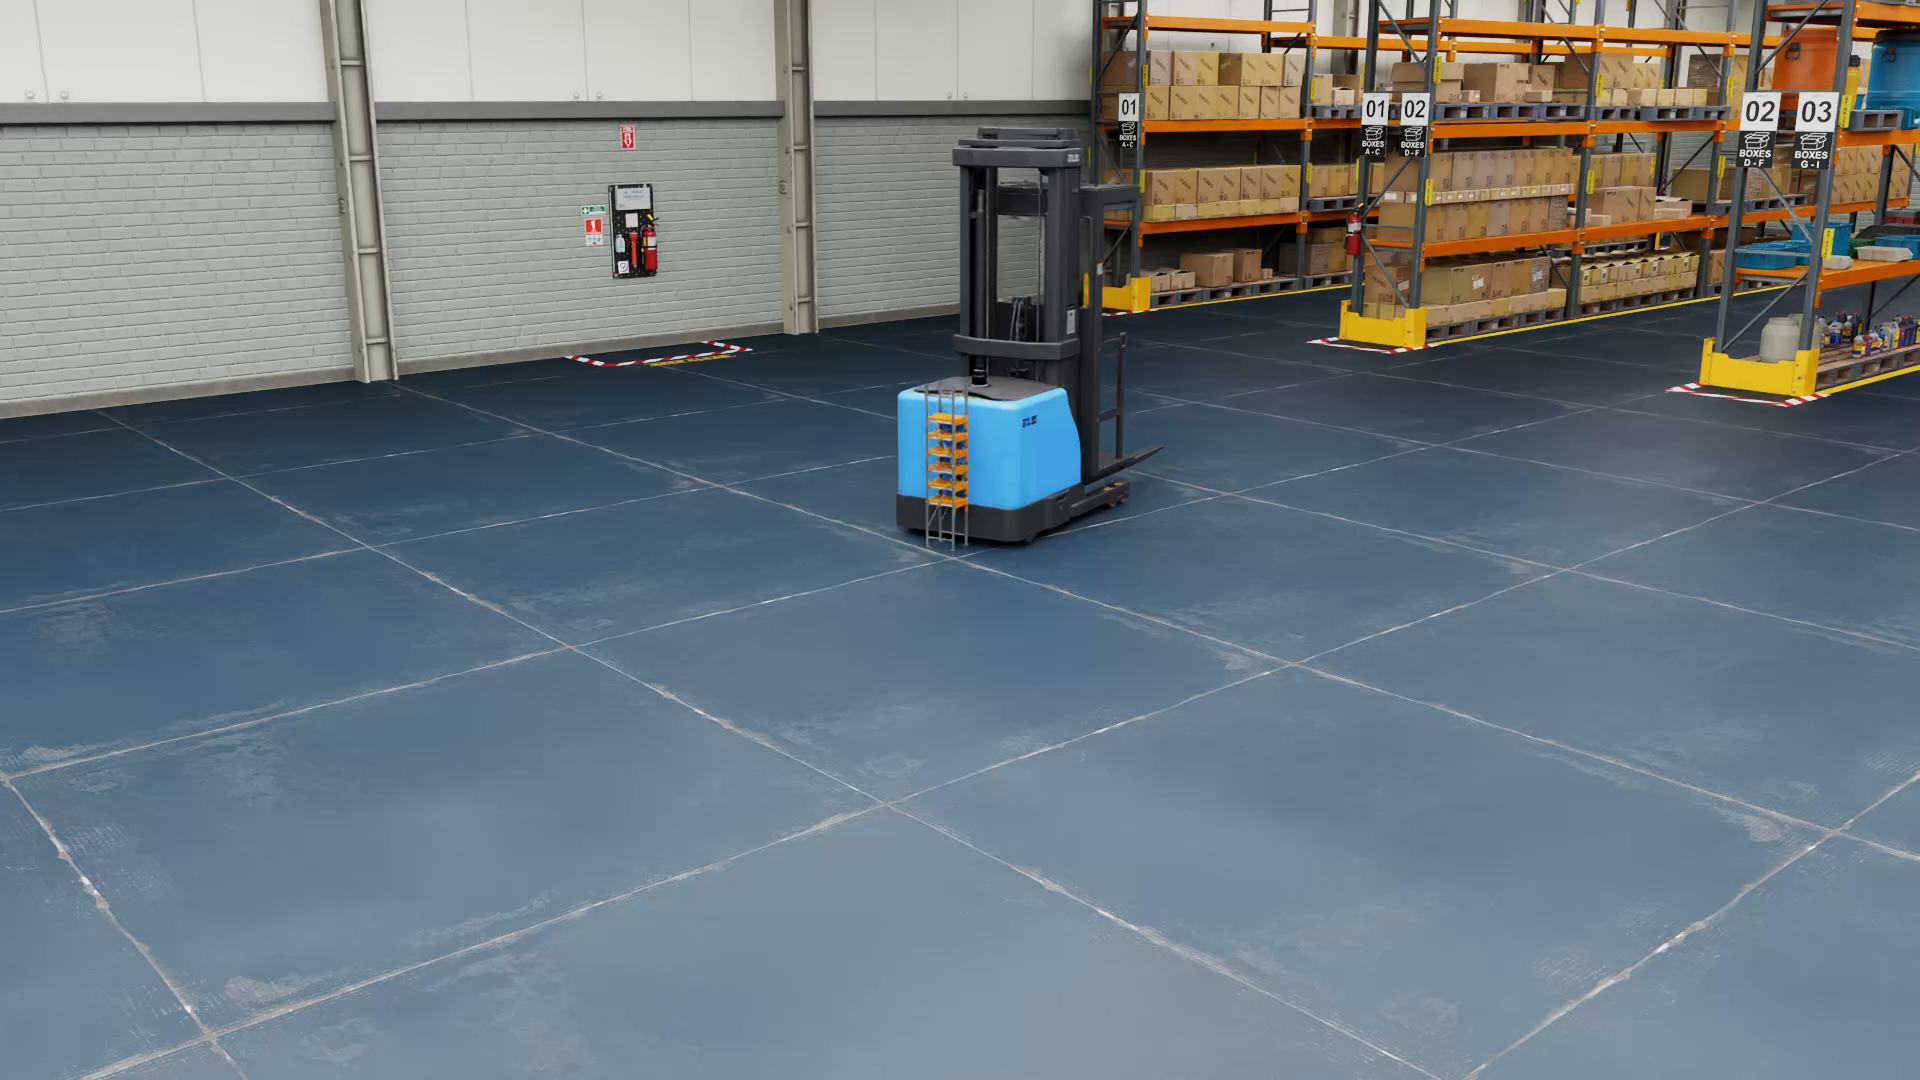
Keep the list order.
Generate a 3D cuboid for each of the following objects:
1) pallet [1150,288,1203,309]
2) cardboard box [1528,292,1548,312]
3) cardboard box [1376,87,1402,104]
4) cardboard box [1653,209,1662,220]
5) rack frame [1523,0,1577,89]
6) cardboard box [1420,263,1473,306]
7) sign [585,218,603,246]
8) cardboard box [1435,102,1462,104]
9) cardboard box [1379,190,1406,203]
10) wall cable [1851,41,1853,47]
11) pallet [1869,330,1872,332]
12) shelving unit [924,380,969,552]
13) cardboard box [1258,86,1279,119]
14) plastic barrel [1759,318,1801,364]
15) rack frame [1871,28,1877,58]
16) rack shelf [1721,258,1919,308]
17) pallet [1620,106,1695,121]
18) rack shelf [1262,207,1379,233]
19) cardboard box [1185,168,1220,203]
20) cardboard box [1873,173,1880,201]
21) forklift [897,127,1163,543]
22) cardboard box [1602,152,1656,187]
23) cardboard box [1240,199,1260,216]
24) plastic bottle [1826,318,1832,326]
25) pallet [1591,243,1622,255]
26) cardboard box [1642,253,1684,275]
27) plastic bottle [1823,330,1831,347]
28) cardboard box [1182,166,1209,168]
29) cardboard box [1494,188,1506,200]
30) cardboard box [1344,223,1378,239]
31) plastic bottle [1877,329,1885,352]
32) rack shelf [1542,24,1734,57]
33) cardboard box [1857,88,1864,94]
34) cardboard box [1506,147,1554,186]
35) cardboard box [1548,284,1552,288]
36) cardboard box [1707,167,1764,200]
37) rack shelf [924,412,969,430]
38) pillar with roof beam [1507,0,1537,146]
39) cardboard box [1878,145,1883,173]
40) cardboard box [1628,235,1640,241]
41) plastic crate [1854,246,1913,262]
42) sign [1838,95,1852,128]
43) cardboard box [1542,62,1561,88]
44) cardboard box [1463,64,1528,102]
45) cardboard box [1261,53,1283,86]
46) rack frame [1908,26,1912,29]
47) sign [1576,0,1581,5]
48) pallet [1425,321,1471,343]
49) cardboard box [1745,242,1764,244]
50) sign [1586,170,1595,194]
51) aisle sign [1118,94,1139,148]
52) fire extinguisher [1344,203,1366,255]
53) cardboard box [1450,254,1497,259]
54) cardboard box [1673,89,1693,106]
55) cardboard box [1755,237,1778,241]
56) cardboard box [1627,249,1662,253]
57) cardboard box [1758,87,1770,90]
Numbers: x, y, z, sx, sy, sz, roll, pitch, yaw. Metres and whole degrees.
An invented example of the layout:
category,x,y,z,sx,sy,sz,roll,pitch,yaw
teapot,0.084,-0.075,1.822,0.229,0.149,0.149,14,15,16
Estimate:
category,x,y,z,sx,sy,sz,roll,pitch,yaw
pallet,3.056,-3.845,26.237,1.213,0.211,1.003,-13,19,-39
cardboard box,8.045,-3.433,23.806,0.500,0.250,0.500,-13,19,-39
cardboard box,7.359,-7.711,29.256,0.637,0.503,0.797,-9,18,-32
cardboard box,10.727,-5.092,25.988,0.250,0.149,0.380,-11,18,-35
rack frame,11.415,-9.980,32.176,0.127,3.000,1.000,-13,19,-39
cardboard box,6.544,-3.455,22.432,0.500,0.500,0.500,-13,19,-39
sign,-4.578,-3.852,20.789,0.234,0.329,0.001,-13,19,-39
cardboard box,8.719,-8.206,30.300,0.700,0.500,0.500,14,21,43
cardboard box,5.780,-4.549,22.016,0.250,0.149,0.380,-13,20,-40
wall cable,20.710,-11.960,35.817,0.112,2.526,3.097,-13,19,-39
pallet,12.450,-2.591,21.542,1.213,0.211,1.003,-13,19,-39
shelving unit,-0.096,-0.529,11.906,0.258,1.200,0.189,9,17,29
cardboard box,4.771,-7.017,26.662,0.500,0.500,0.500,14,20,42
plastic barrel,9.312,-2.248,18.859,0.421,0.512,0.421,0,15,0
rack frame,17.687,-9.694,31.105,0.127,3.000,1.000,-13,19,-39
rack shelf,10.375,-3.112,19.481,4.000,0.370,1.077,-13,19,-39
pallet,10.357,-6.476,25.236,1.213,0.211,1.003,-12,19,-37
rack shelf,6.889,-5.718,29.238,4.000,0.370,1.077,-13,19,-39
cardboard box,3.693,-5.539,25.973,0.500,0.500,0.500,-13,20,-41
cardboard box,16.759,-6.543,30.740,0.500,0.500,0.500,-12,19,-39
forklift,0.711,-1.726,13.034,1.130,2.935,3.031,9,17,29
cardboard box,14.054,-7.816,35.118,0.700,0.700,0.980,-12,19,-37
cardboard box,4.471,-5.354,26.732,0.500,0.250,0.500,-13,20,-40
plastic bottle,10.708,-2.590,20.546,0.133,0.283,0.061,-12,19,-37
pallet,12.961,-6.056,34.513,1.213,0.211,1.003,-13,19,-39
cardboard box,11.031,-4.360,26.188,0.500,0.311,0.500,-13,20,-40
plastic bottle,10.511,-2.451,20.183,0.097,0.201,0.097,0,15,0
cardboard box,3.732,-5.727,26.676,0.500,0.500,0.500,-12,19,-39
cardboard box,7.215,-4.732,22.701,0.250,0.149,0.380,-12,19,-39
cardboard box,7.033,-5.467,29.442,0.500,0.250,0.500,-13,20,-40
plastic bottle,10.925,-2.371,19.747,0.097,0.271,0.097,0,15,0
rack shelf,10.143,-7.459,24.907,4.000,0.370,1.077,-13,19,-39
cardboard box,15.576,-7.855,29.356,0.500,0.250,0.500,-13,19,-39
cardboard box,7.924,-5.276,23.481,0.500,0.500,0.700,-13,20,-39
cardboard box,8.757,-3.764,25.043,0.500,0.250,0.500,-13,20,-40
cardboard box,12.869,-5.938,27.661,0.500,0.500,0.700,-9,17,-29
rack shelf,-0.096,-0.834,11.824,0.258,0.103,0.180,9,17,29
pillar with roof beam,14.201,-9.429,30.113,0.400,9.000,9.100,-13,19,-39
cardboard box,16.763,-7.024,30.601,0.500,0.500,0.500,-12,19,-38
cardboard box,13.970,-6.617,35.239,0.500,0.500,0.700,-13,19,-39
plastic crate,10.825,-3.346,19.476,0.437,0.136,0.530,-13,19,-39
sign,9.224,-4.466,17.327,0.005,0.325,0.100,-13,19,-39
cardboard box,11.789,-9.236,33.032,0.500,0.500,0.500,-13,20,-40
cardboard box,7.310,-6.278,22.843,0.637,0.503,0.797,-10,18,-33
cardboard box,4.771,-7.484,26.472,0.500,0.500,0.500,-11,19,-36
rack frame,11.883,-6.696,19.882,0.127,3.000,1.000,-13,19,-39
sign,11.780,-10.366,31.657,0.005,0.325,0.100,-13,19,-39
pallet,6.167,-2.876,22.607,1.213,0.211,1.003,-13,19,-39
cardboard box,13.729,-4.817,28.461,0.500,0.500,0.500,-12,19,-39
sign,9.000,-5.112,23.743,0.005,0.325,0.100,-13,19,-39
aisle sign,2.505,-6.234,24.740,0.004,0.787,0.394,-13,19,-39
fire extinguisher,5.223,-4.118,22.005,0.183,0.674,0.296,-13,19,-39
cardboard box,7.325,-3.813,23.772,0.500,0.500,0.500,-13,19,-39
cardboard box,10.963,-6.840,25.709,0.500,0.250,0.500,-12,19,-38
cardboard box,14.145,-5.089,29.479,0.500,0.500,0.500,-14,20,-42
cardboard box,11.064,-4.554,26.916,0.500,0.311,0.500,-12,19,-38
cardboard box,12.736,-7.193,27.360,0.500,0.500,0.910,-13,19,-39
